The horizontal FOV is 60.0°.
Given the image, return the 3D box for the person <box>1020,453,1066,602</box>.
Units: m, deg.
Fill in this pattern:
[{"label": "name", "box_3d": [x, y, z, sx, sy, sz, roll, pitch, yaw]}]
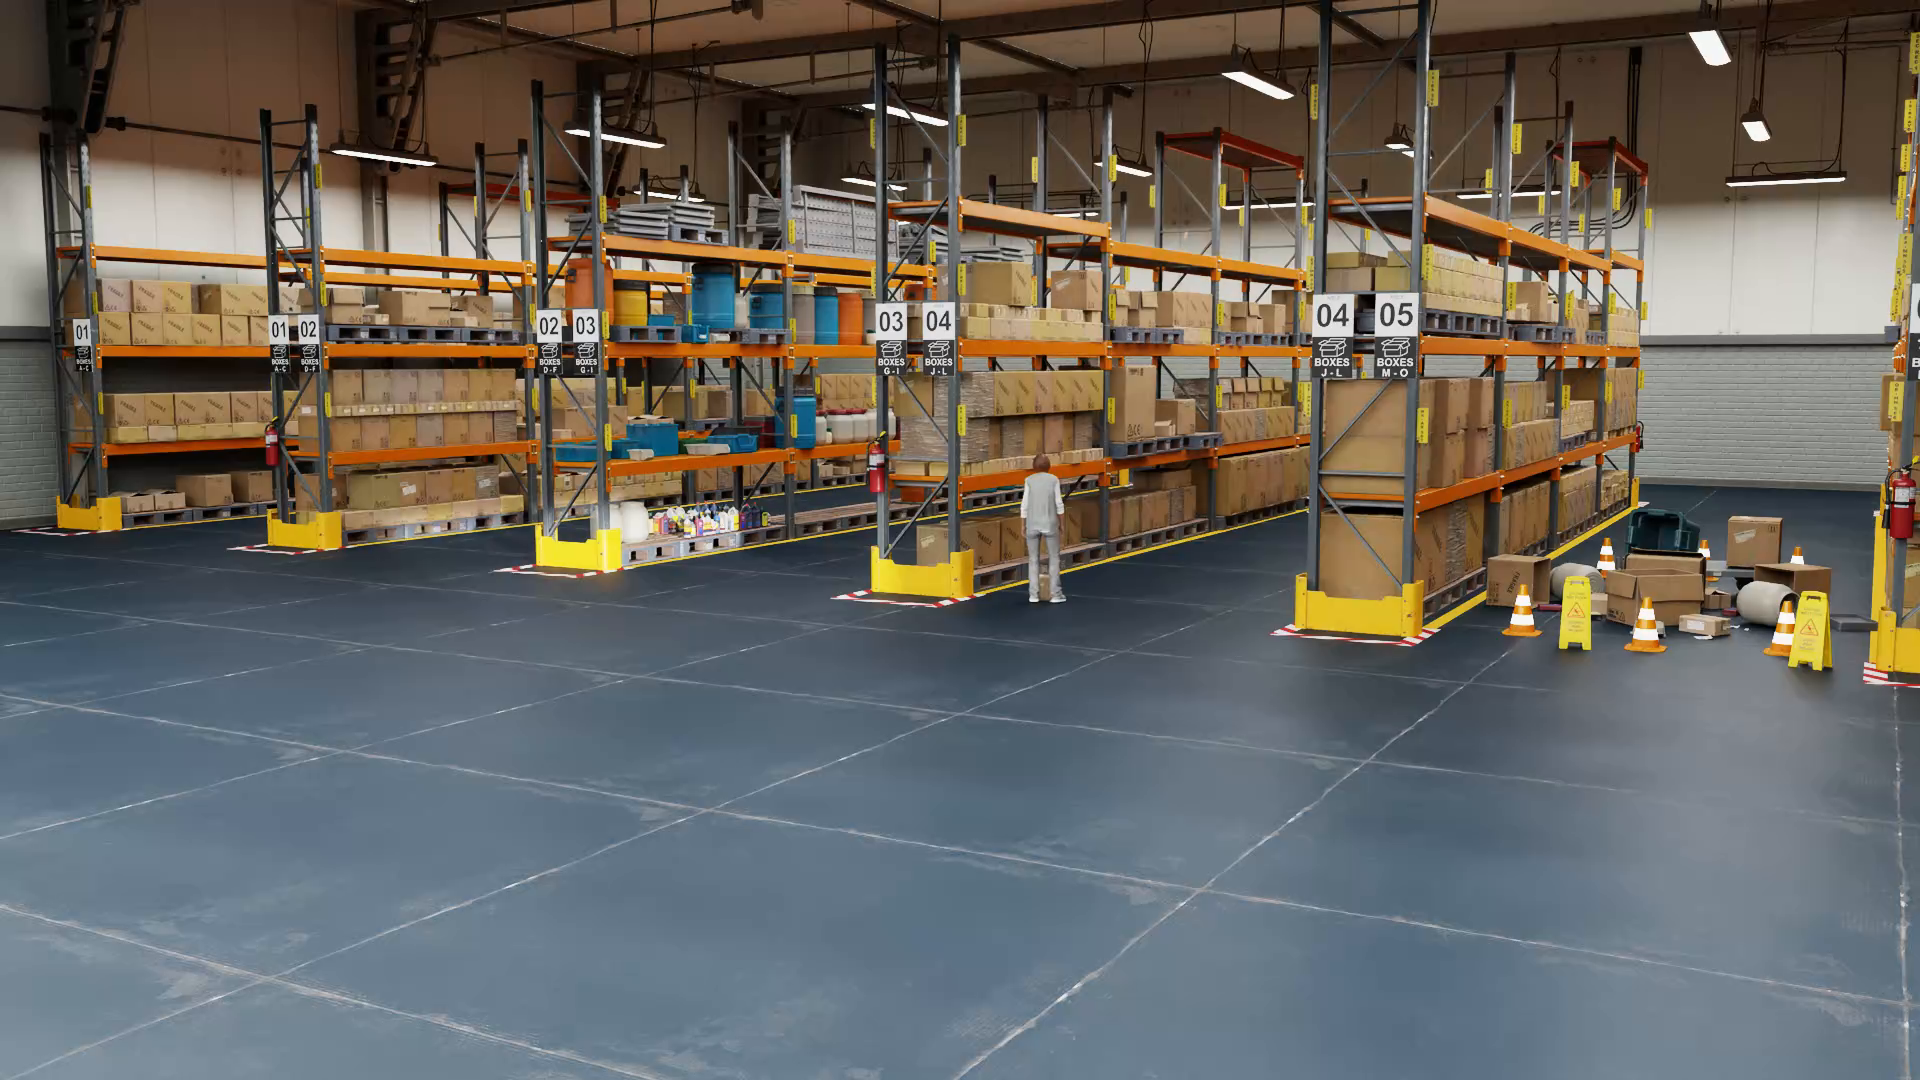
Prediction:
[{"label": "person", "box_3d": [0.886, -0.126, 17.734, 0.486, 1.593, 0.345, 1, 6, 9]}]
